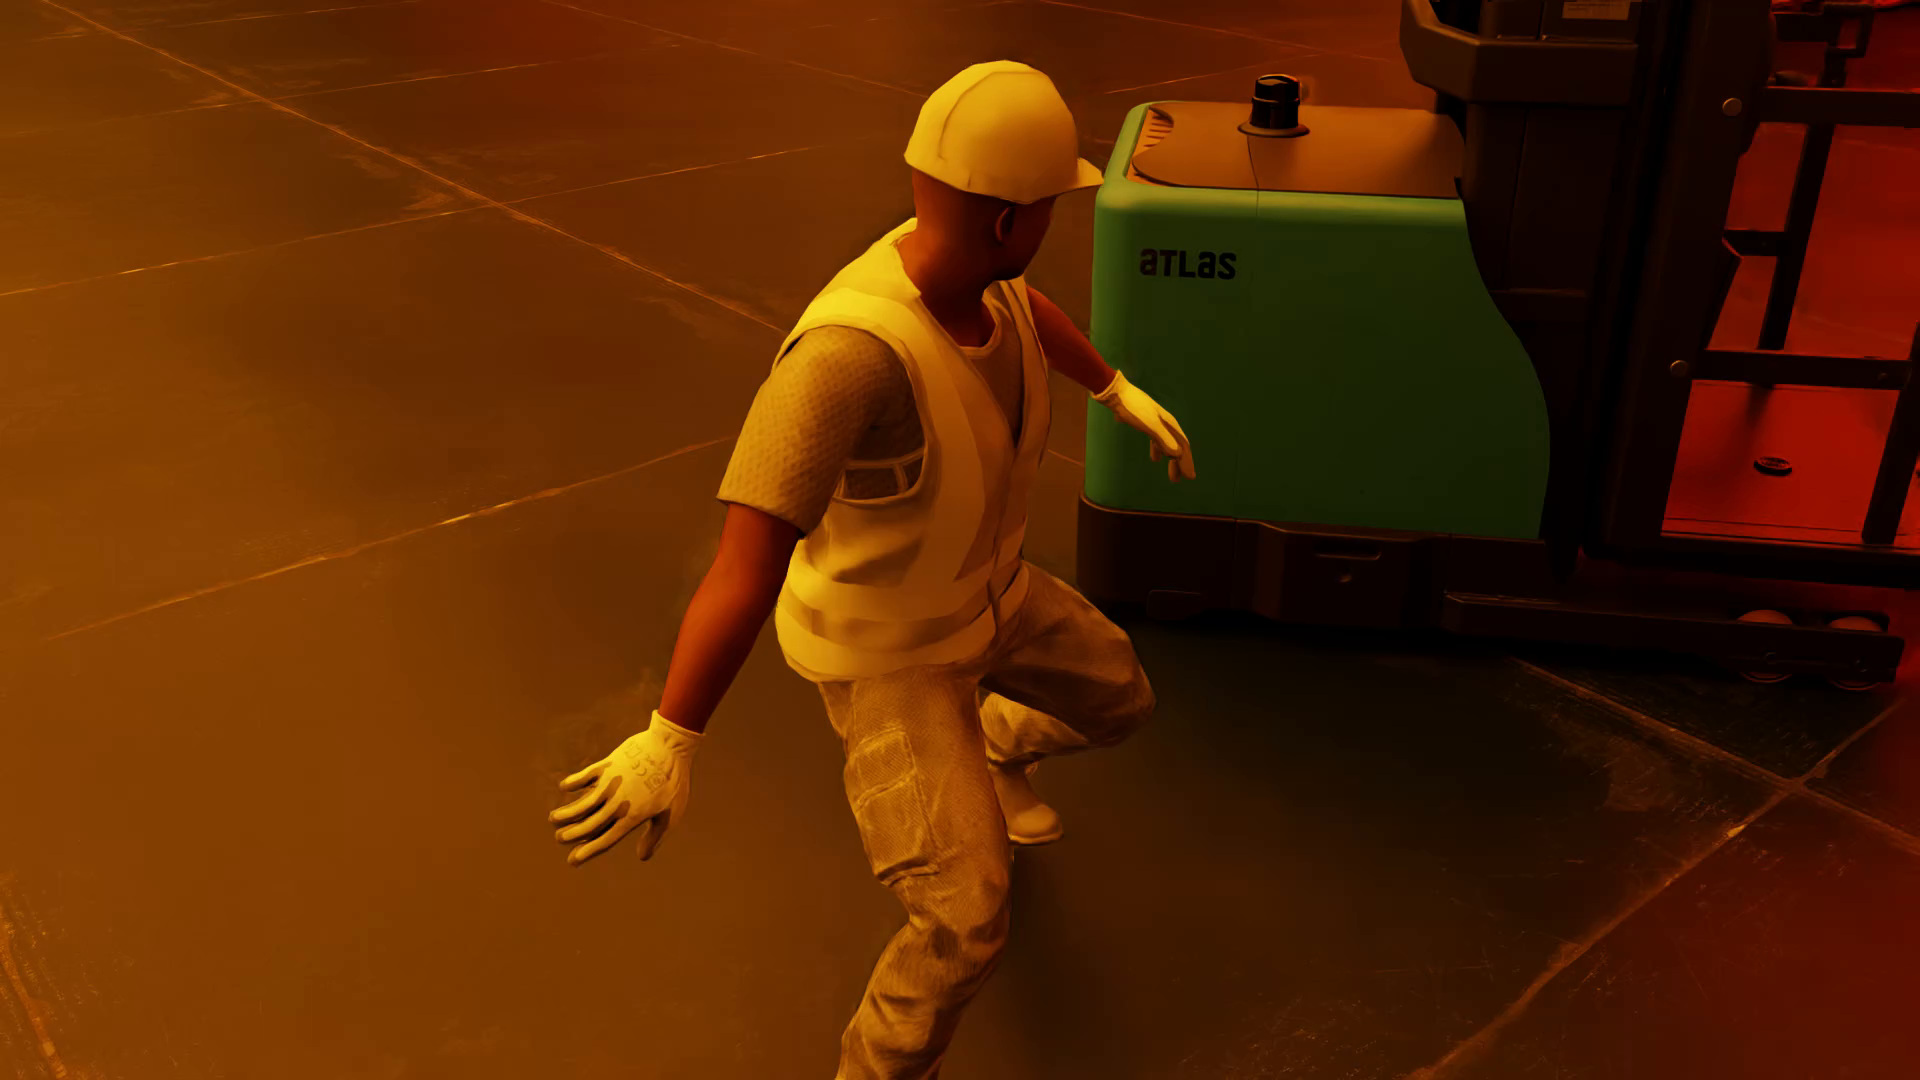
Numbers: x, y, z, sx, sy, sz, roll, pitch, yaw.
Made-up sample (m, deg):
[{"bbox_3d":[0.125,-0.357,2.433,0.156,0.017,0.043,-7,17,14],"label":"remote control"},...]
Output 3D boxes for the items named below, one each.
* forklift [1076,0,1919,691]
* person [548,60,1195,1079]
[{"bbox_3d":[1.854,-1.223,3.669,3.031,2.935,1.130,4,27,9],"label":"forklift"},{"bbox_3d":[-0.060,0.150,2.461,0.520,1.677,1.236,14,30,26],"label":"person"}]
